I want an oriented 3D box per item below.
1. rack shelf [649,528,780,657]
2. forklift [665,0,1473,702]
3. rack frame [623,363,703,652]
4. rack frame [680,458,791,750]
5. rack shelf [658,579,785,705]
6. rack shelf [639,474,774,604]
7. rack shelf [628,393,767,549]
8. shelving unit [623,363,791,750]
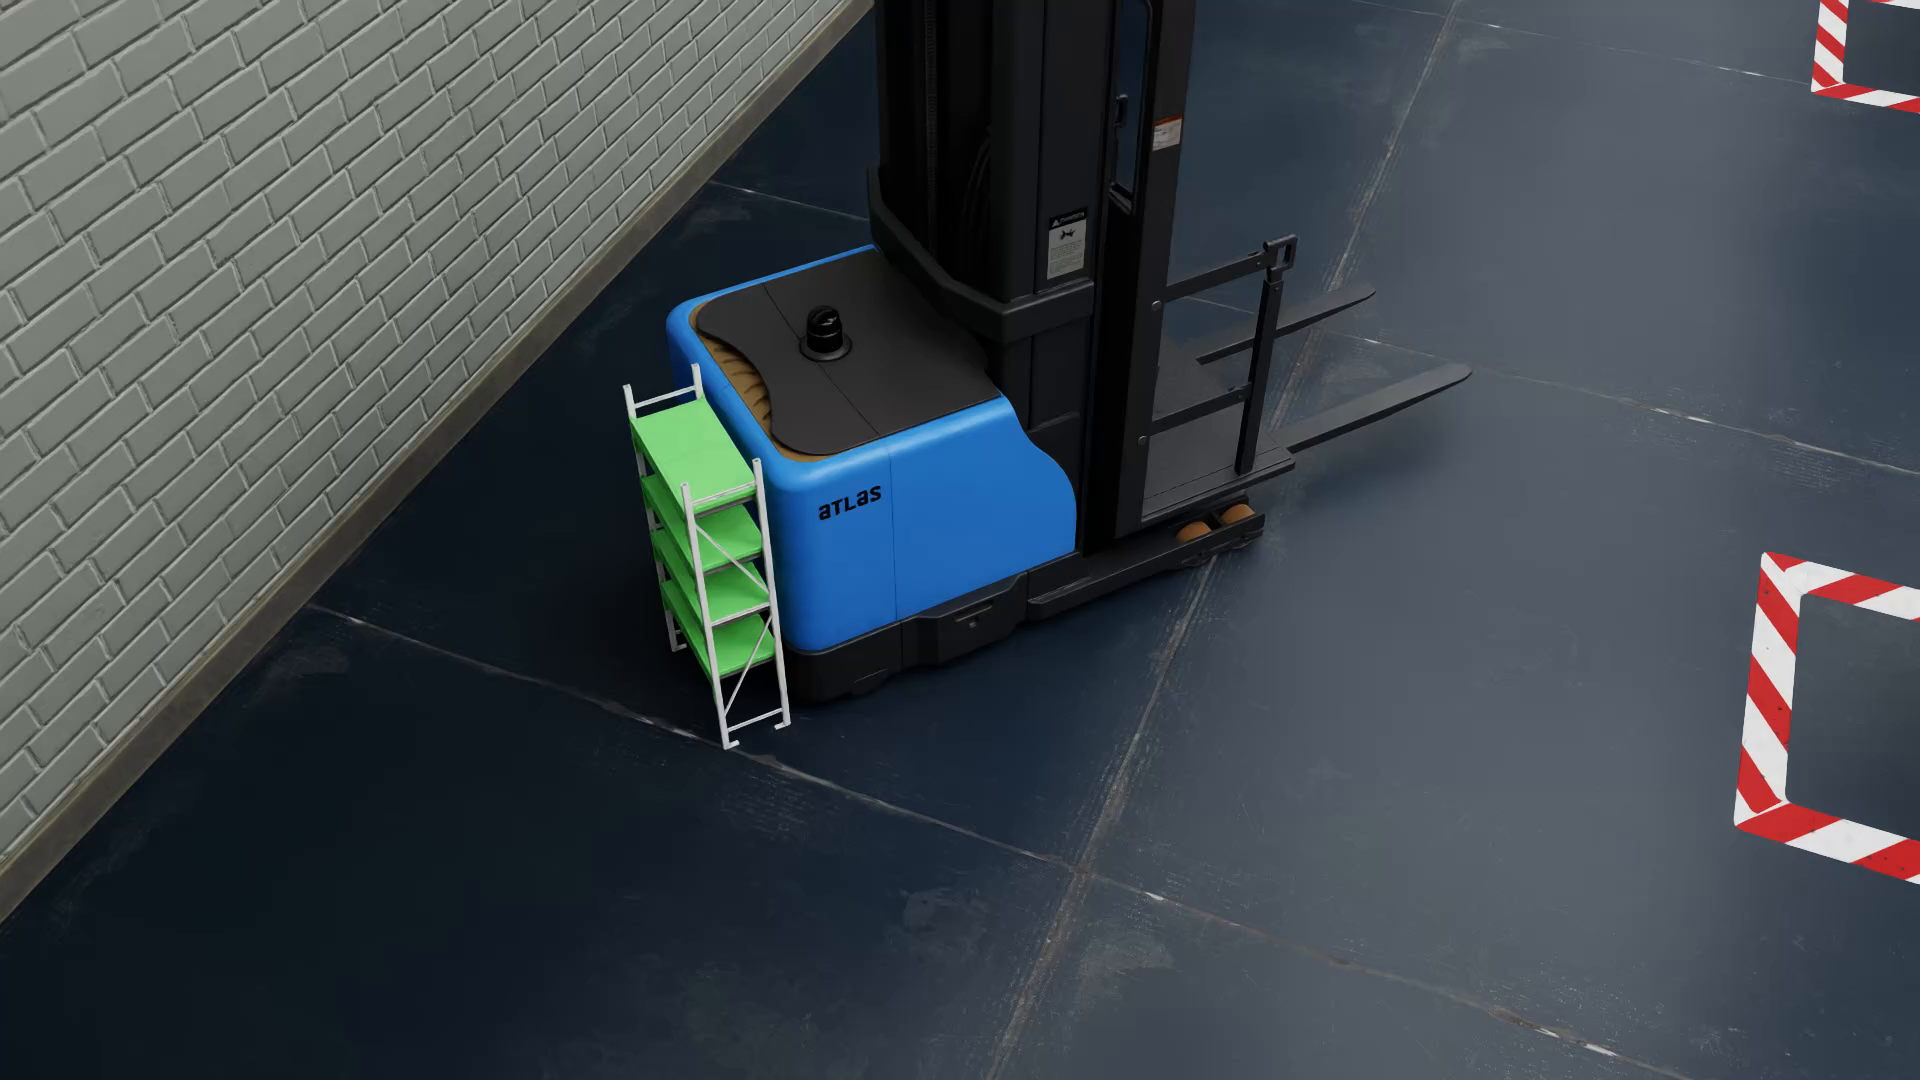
[{"bbox_3d":[-0.795,0.125,5.365,0.258,0.148,0.480,-20,48,-19],"label":"rack shelf"},{"bbox_3d":[0.552,-1.250,5.428,3.031,2.935,1.130,-21,49,-20],"label":"forklift"},{"bbox_3d":[-0.907,-0.073,5.473,0.240,1.200,0.015,-20,48,-19],"label":"rack frame"},{"bbox_3d":[-0.682,0.232,5.166,0.240,1.200,0.015,-20,48,-19],"label":"rack frame"},{"bbox_3d":[-0.795,0.295,5.534,0.258,0.148,0.480,-20,48,-19],"label":"rack shelf"},{"bbox_3d":[-0.795,-0.046,5.195,0.258,0.148,0.480,-20,48,-19],"label":"rack shelf"},{"bbox_3d":[-0.795,-0.216,5.026,0.258,0.148,0.480,-20,48,-19],"label":"rack shelf"},{"bbox_3d":[-0.795,0.079,5.320,0.258,1.200,0.503,-20,48,-19],"label":"shelving unit"}]
